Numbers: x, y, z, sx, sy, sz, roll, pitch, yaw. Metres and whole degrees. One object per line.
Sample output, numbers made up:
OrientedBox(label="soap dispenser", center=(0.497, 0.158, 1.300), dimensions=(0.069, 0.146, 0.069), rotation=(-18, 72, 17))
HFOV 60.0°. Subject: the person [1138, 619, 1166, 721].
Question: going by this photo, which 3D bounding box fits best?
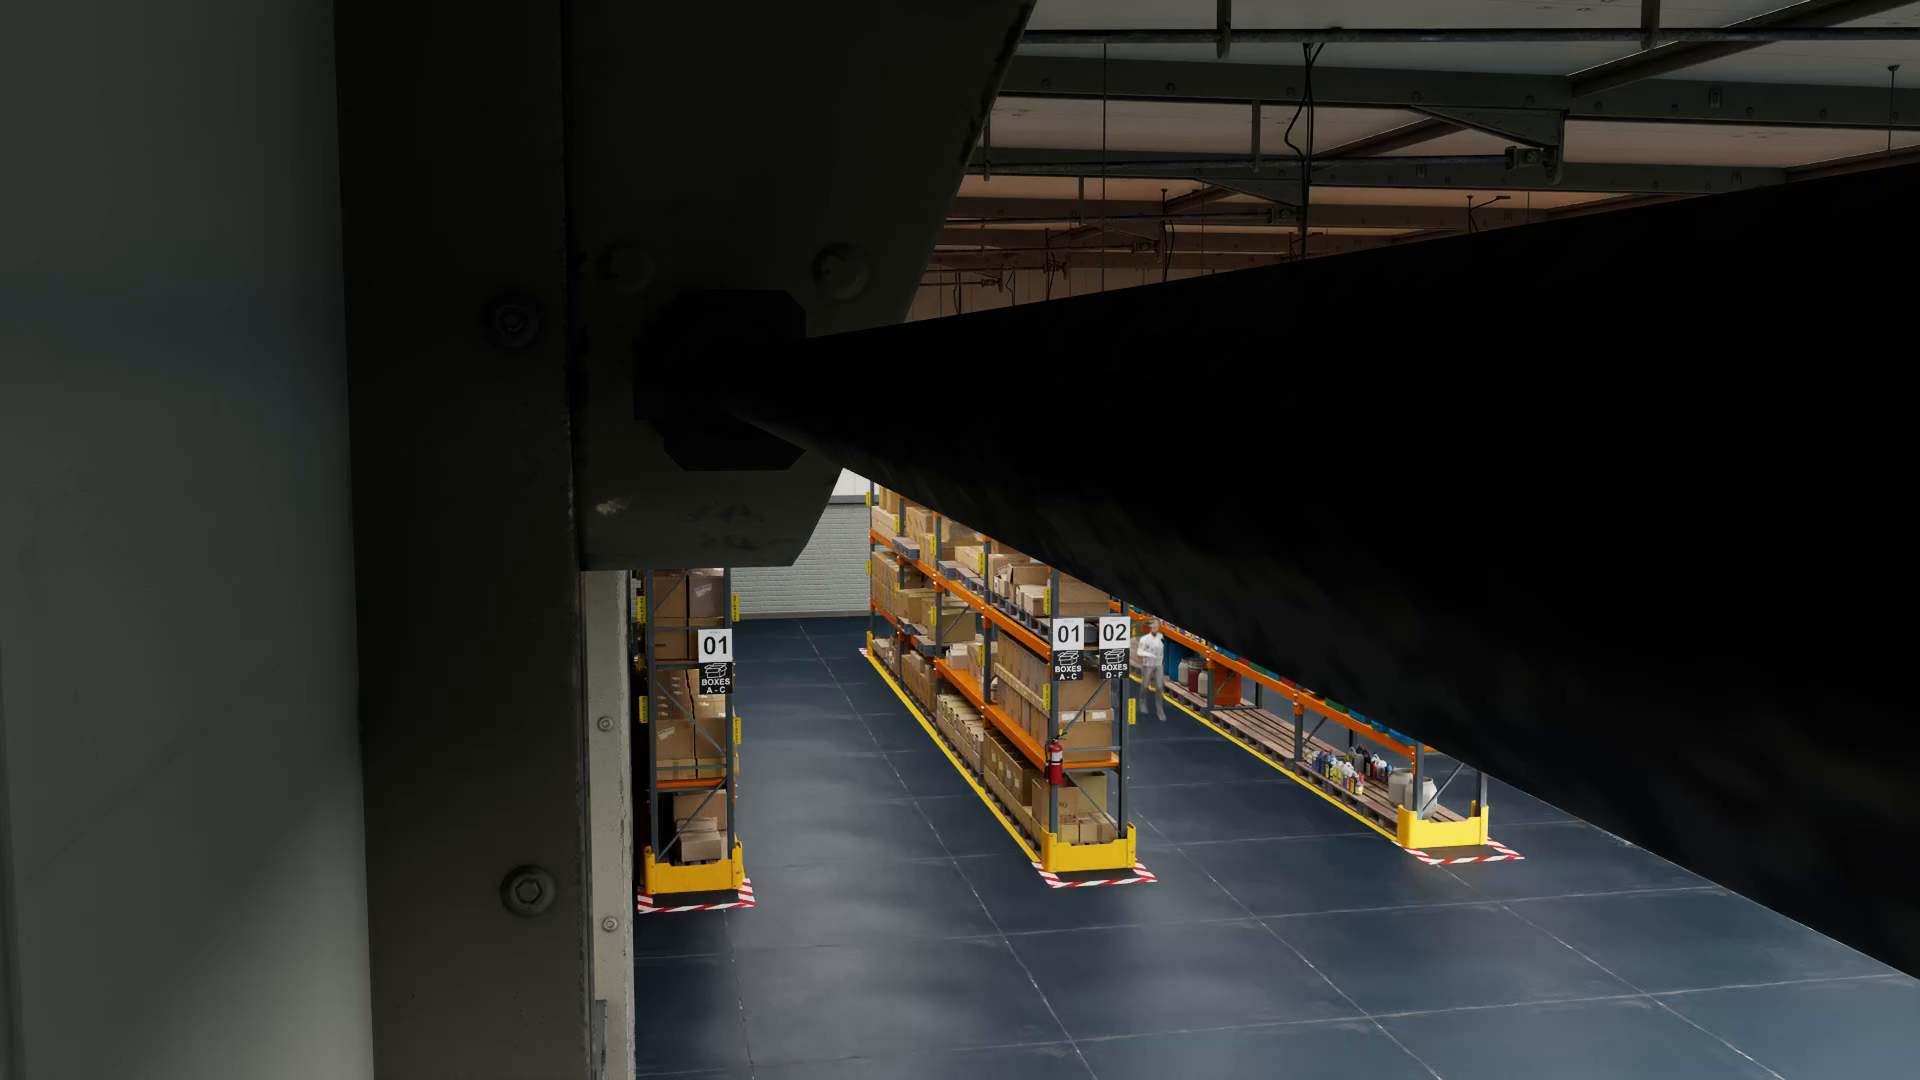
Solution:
OrientedBox(label="person", center=(3.323, 2.209, 28.808), dimensions=(0.562, 1.734, 0.817), rotation=(-1, 6, -11))
